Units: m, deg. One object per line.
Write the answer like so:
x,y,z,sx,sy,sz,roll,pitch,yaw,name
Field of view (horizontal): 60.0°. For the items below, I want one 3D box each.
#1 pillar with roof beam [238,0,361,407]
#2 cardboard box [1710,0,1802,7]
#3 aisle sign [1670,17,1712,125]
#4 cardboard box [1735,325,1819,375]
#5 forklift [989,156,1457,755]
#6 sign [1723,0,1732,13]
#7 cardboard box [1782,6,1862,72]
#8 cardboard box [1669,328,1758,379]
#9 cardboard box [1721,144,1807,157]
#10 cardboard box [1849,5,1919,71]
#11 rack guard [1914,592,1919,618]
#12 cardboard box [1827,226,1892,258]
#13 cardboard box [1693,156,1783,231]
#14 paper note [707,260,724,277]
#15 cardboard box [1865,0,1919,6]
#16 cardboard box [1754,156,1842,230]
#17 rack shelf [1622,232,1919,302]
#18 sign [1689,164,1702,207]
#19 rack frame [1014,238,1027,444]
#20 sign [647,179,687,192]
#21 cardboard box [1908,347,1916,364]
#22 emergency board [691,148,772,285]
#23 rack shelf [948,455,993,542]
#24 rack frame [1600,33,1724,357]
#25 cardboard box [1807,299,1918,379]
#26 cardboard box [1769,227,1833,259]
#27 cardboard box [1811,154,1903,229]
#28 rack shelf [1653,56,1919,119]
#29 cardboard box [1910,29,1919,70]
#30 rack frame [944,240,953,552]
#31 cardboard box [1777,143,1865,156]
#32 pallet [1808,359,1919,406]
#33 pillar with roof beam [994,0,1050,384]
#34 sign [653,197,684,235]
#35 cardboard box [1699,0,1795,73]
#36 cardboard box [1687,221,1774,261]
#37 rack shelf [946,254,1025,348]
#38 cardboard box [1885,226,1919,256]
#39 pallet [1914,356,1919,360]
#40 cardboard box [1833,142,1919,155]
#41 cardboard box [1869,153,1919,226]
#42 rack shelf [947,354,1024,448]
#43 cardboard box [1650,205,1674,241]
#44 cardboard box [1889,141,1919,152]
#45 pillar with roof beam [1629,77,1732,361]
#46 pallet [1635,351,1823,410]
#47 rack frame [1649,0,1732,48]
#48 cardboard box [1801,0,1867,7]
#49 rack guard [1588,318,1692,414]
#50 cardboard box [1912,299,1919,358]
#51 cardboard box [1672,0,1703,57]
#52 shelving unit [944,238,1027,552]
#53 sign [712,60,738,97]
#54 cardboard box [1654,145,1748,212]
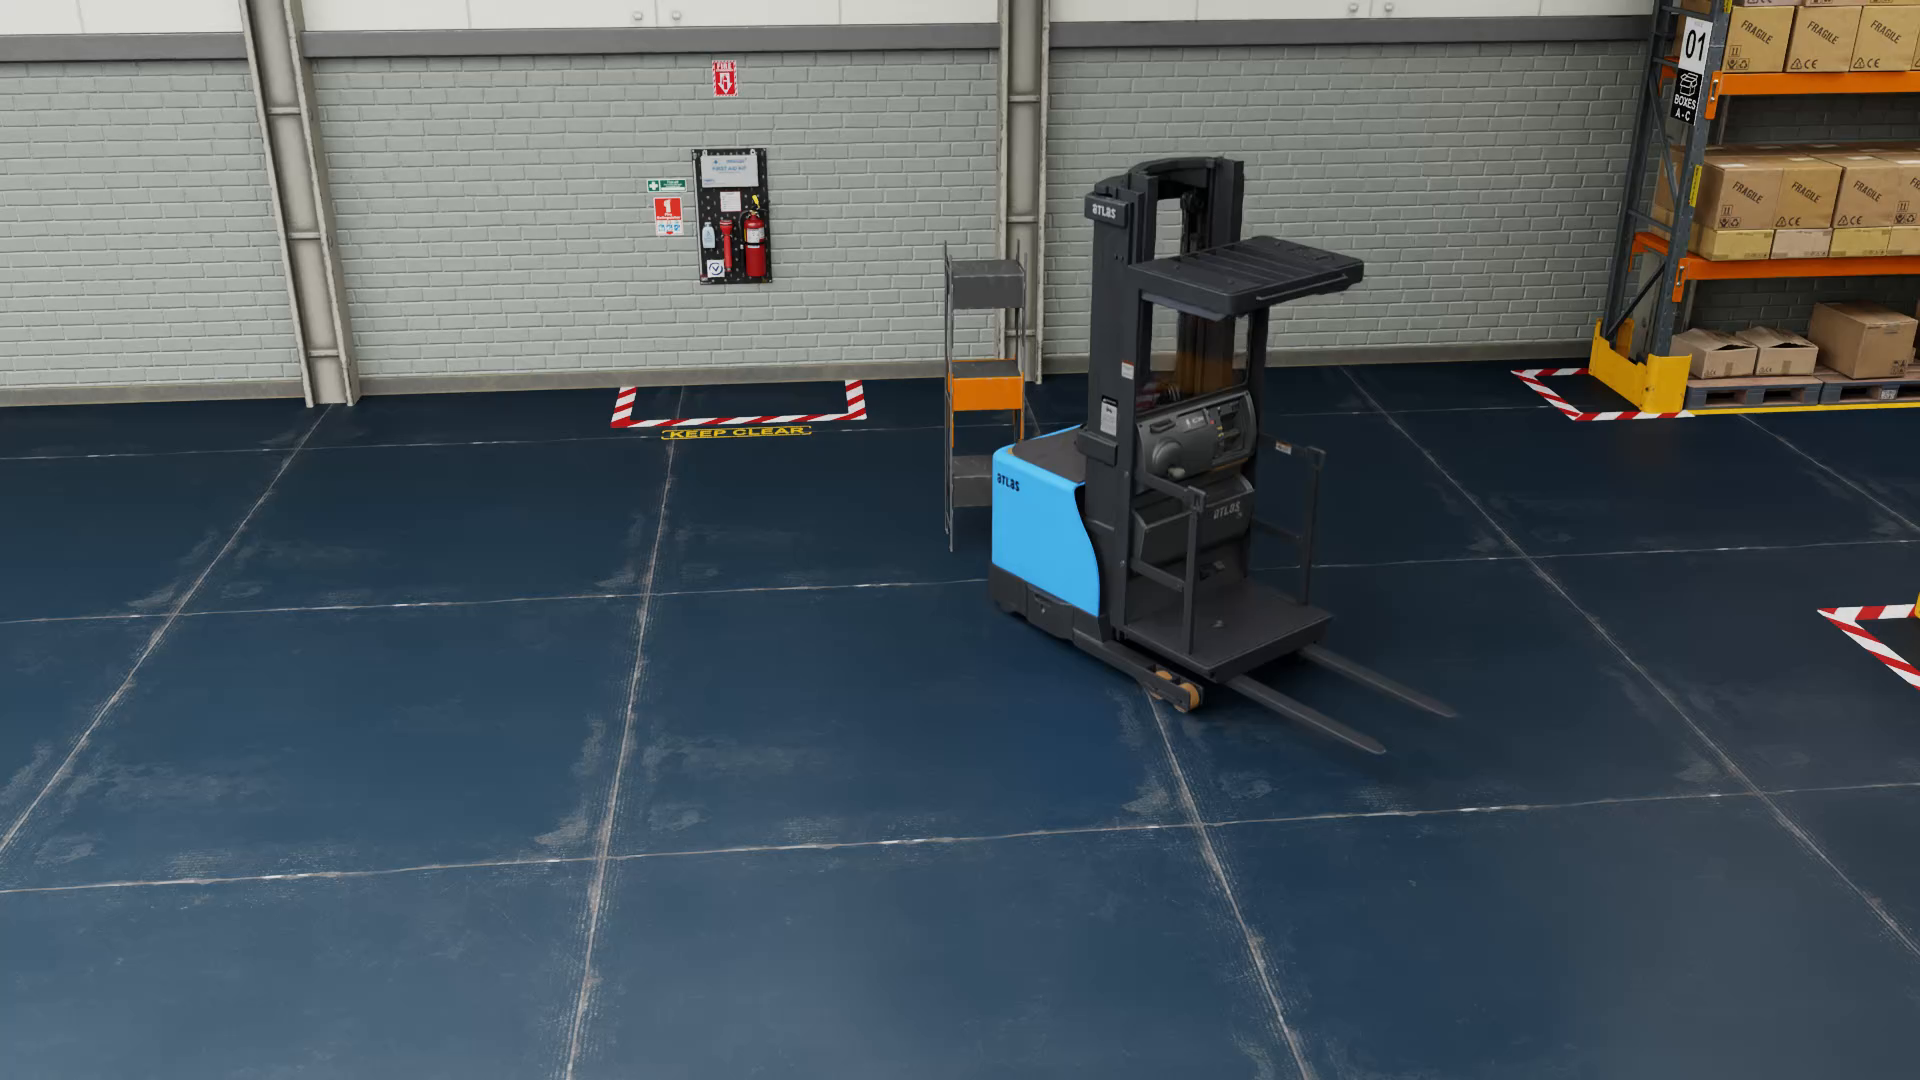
-5.024,-3.585,8.737,0.400,9.000,9.100,-2,24,-5,pillar with roof beam
6.290,-4.485,13.076,0.500,0.500,0.500,-4,24,-9,cardboard box
5.841,-3.749,13.292,0.004,0.787,0.394,-2,24,-5,aisle sign
7.148,-1.672,14.587,0.500,0.311,0.500,0,24,-1,cardboard box
1.503,-0.581,9.449,1.130,2.935,3.031,-18,30,-35,forklift
5.937,-4.236,12.819,0.005,0.325,0.100,-2,24,-5,sign
6.779,-4.030,13.284,0.500,0.500,0.500,-1,24,-2,cardboard box
6.581,-1.649,14.536,0.500,0.311,0.500,-5,24,-11,cardboard box
6.833,-3.090,14.245,0.500,0.500,0.500,-2,24,-4,cardboard box
7.295,-4.053,13.334,0.500,0.500,0.500,-1,24,-3,cardboard box
6.350,0.460,10.100,0.348,0.500,1.175,-2,24,-5,rack guard
7.423,-2.562,13.980,0.500,0.250,0.500,-3,24,-6,cardboard box
6.388,-2.866,13.743,0.500,0.500,0.500,-2,24,-5,cardboard box
-2.122,-2.359,14.448,0.142,0.148,0.016,-2,24,-5,paper note
7.304,-4.510,13.131,0.500,0.500,0.500,-2,24,-4,cardboard box
6.881,-2.882,13.778,0.500,0.500,0.500,-2,24,-5,cardboard box
7.874,-2.437,14.425,4.000,0.370,1.077,-2,24,-5,rack shelf
5.937,-2.862,13.430,0.005,0.325,0.100,-2,24,-5,sign
0.408,-0.976,11.360,0.015,2.100,0.400,-2,24,-5,rack frame
-2.494,-3.015,14.144,0.331,0.109,0.001,-2,24,-5,sign
8.270,-1.688,14.822,0.250,0.149,0.380,-4,24,-9,cardboard box
-1.939,-2.740,14.222,0.643,1.169,0.194,-2,24,-5,emergency board
0.165,-0.314,11.628,0.480,0.518,0.431,-2,24,-5,rack shelf
5.883,-2.686,14.099,0.127,3.000,1.000,-2,24,-5,rack frame
7.883,-1.767,14.569,0.500,0.500,0.700,-4,24,-8,cardboard box
6.915,-2.544,13.940,0.500,0.250,0.500,-3,24,-7,cardboard box
7.395,-2.900,13.819,0.500,0.500,0.500,-3,24,-7,cardboard box
7.874,-3.807,13.815,4.000,0.370,1.077,-2,24,-5,rack shelf
7.826,-4.083,13.402,0.500,0.500,0.500,-1,24,-2,cardboard box
-0.078,-0.956,11.316,0.015,2.100,0.400,-2,24,-5,rack frame
7.347,-3.112,14.295,0.500,0.500,0.500,-3,24,-7,cardboard box
7.982,-1.480,14.820,1.213,0.211,1.003,-2,24,-5,pallet
0.947,-3.825,9.276,0.400,9.000,9.100,-2,24,-5,pillar with roof beam
-2.500,-2.776,14.259,0.234,0.329,0.001,-2,24,-5,sign
6.241,-4.023,13.268,0.500,0.500,0.500,-2,24,-4,cardboard box
6.400,-2.517,13.880,0.500,0.250,0.500,-3,24,-7,cardboard box
0.165,-1.593,11.060,0.480,0.518,0.431,-2,24,-5,rack shelf
7.926,-2.581,14.024,0.500,0.250,0.500,-2,24,-5,cardboard box
9.199,-1.530,14.932,1.213,0.211,1.003,-2,24,-5,pallet
7.849,-3.132,14.341,0.500,0.500,0.500,-2,24,-4,cardboard box
7.908,-2.926,13.876,0.500,0.500,0.500,-2,24,-3,cardboard box
0.165,-0.954,11.344,0.480,0.518,0.431,-2,24,-5,rack shelf
6.329,-2.723,14.344,0.500,0.250,0.500,-2,24,-4,cardboard box
8.364,-3.157,14.397,0.500,0.500,0.500,-2,24,-4,cardboard box
6.918,-4.064,9.815,0.400,9.000,9.100,-2,24,-5,pillar with roof beam
6.771,-1.432,14.713,1.213,0.211,1.003,-2,24,-5,pallet
5.883,-5.427,12.880,0.127,3.000,1.000,-2,24,-5,rack frame
6.795,-4.485,13.075,0.500,0.500,0.500,-3,24,-6,cardboard box
5.959,-1.546,14.613,0.348,0.500,1.175,-2,24,-5,rack guard
8.835,-1.846,14.747,0.500,0.500,0.500,-4,24,-9,cardboard box
6.274,-4.230,13.733,0.500,0.500,0.500,-1,24,-1,cardboard box
0.165,-0.966,11.338,0.503,2.100,0.431,-2,24,-5,shelving unit
-1.957,-3.840,13.841,0.199,0.298,0.001,-2,24,-5,sign
6.331,-3.074,14.209,0.500,0.500,0.500,-3,24,-6,cardboard box
